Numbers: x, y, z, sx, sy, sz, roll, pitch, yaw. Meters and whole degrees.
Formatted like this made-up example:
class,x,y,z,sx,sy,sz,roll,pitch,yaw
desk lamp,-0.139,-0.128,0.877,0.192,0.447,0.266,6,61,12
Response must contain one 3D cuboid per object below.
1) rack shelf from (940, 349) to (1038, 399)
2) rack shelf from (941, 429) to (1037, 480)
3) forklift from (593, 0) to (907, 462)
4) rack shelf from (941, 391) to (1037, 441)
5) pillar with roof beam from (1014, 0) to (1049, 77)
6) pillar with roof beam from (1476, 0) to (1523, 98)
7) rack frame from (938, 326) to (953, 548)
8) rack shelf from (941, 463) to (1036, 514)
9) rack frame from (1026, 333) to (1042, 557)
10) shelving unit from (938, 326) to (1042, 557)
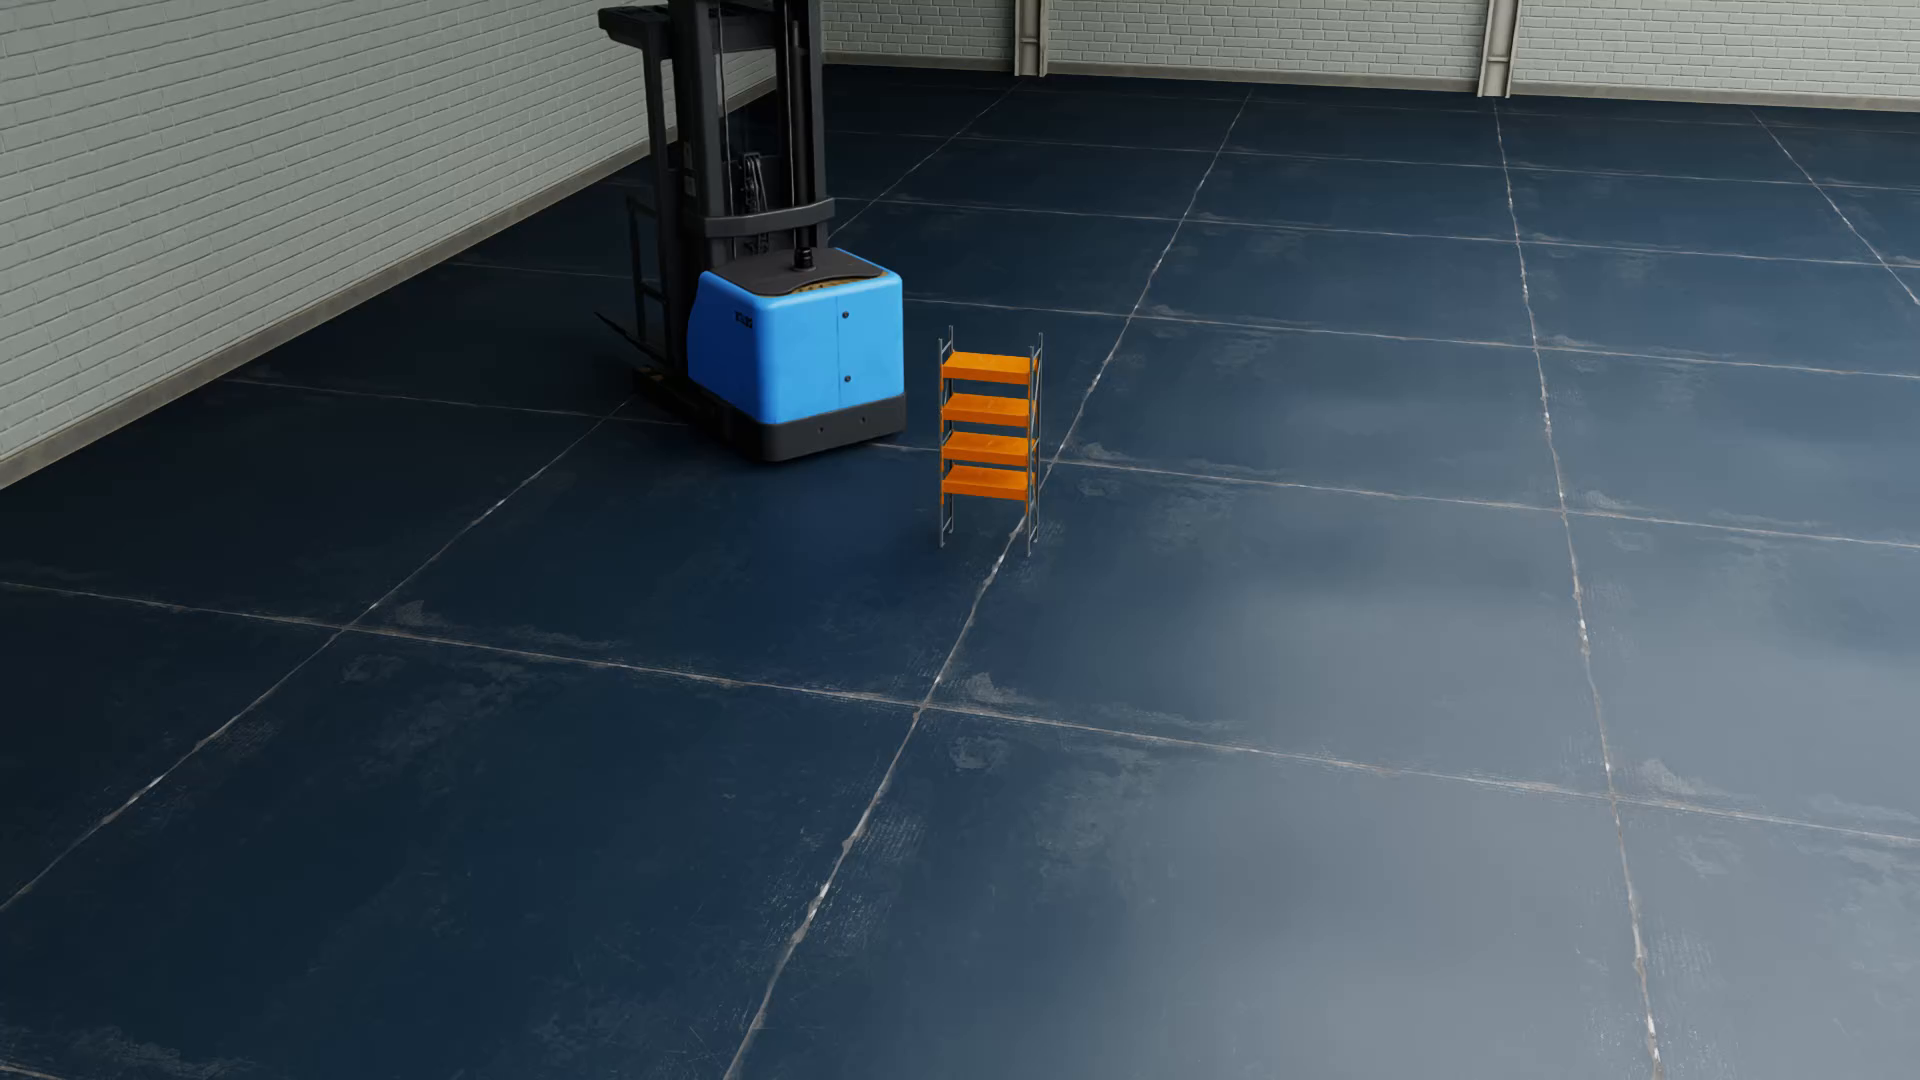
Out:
class,x,y,z,sx,sy,sz,roll,pitch,yaw
rack shelf,0.160,-0.879,8.786,0.480,0.148,0.258,6,26,13
rack shelf,0.160,-0.463,8.984,0.480,0.148,0.258,6,26,13
forklift,-1.587,-2.378,10.835,1.130,2.935,3.031,-16,30,-31
rack shelf,0.160,-0.665,8.888,0.480,0.148,0.258,6,26,13
pillar with roof beam,-0.114,-8.565,16.772,0.400,9.000,9.100,6,26,13
pillar with roof beam,5.697,-7.923,15.423,0.400,9.000,9.100,6,26,13
rack frame,-0.076,-0.550,9.010,0.015,1.200,0.240,6,26,13
rack shelf,0.160,-0.284,9.069,0.480,0.148,0.258,6,26,13
rack frame,0.397,-0.498,8.900,0.015,1.200,0.240,6,26,13
shelving unit,0.160,-0.524,8.955,0.503,1.200,0.258,6,26,13
